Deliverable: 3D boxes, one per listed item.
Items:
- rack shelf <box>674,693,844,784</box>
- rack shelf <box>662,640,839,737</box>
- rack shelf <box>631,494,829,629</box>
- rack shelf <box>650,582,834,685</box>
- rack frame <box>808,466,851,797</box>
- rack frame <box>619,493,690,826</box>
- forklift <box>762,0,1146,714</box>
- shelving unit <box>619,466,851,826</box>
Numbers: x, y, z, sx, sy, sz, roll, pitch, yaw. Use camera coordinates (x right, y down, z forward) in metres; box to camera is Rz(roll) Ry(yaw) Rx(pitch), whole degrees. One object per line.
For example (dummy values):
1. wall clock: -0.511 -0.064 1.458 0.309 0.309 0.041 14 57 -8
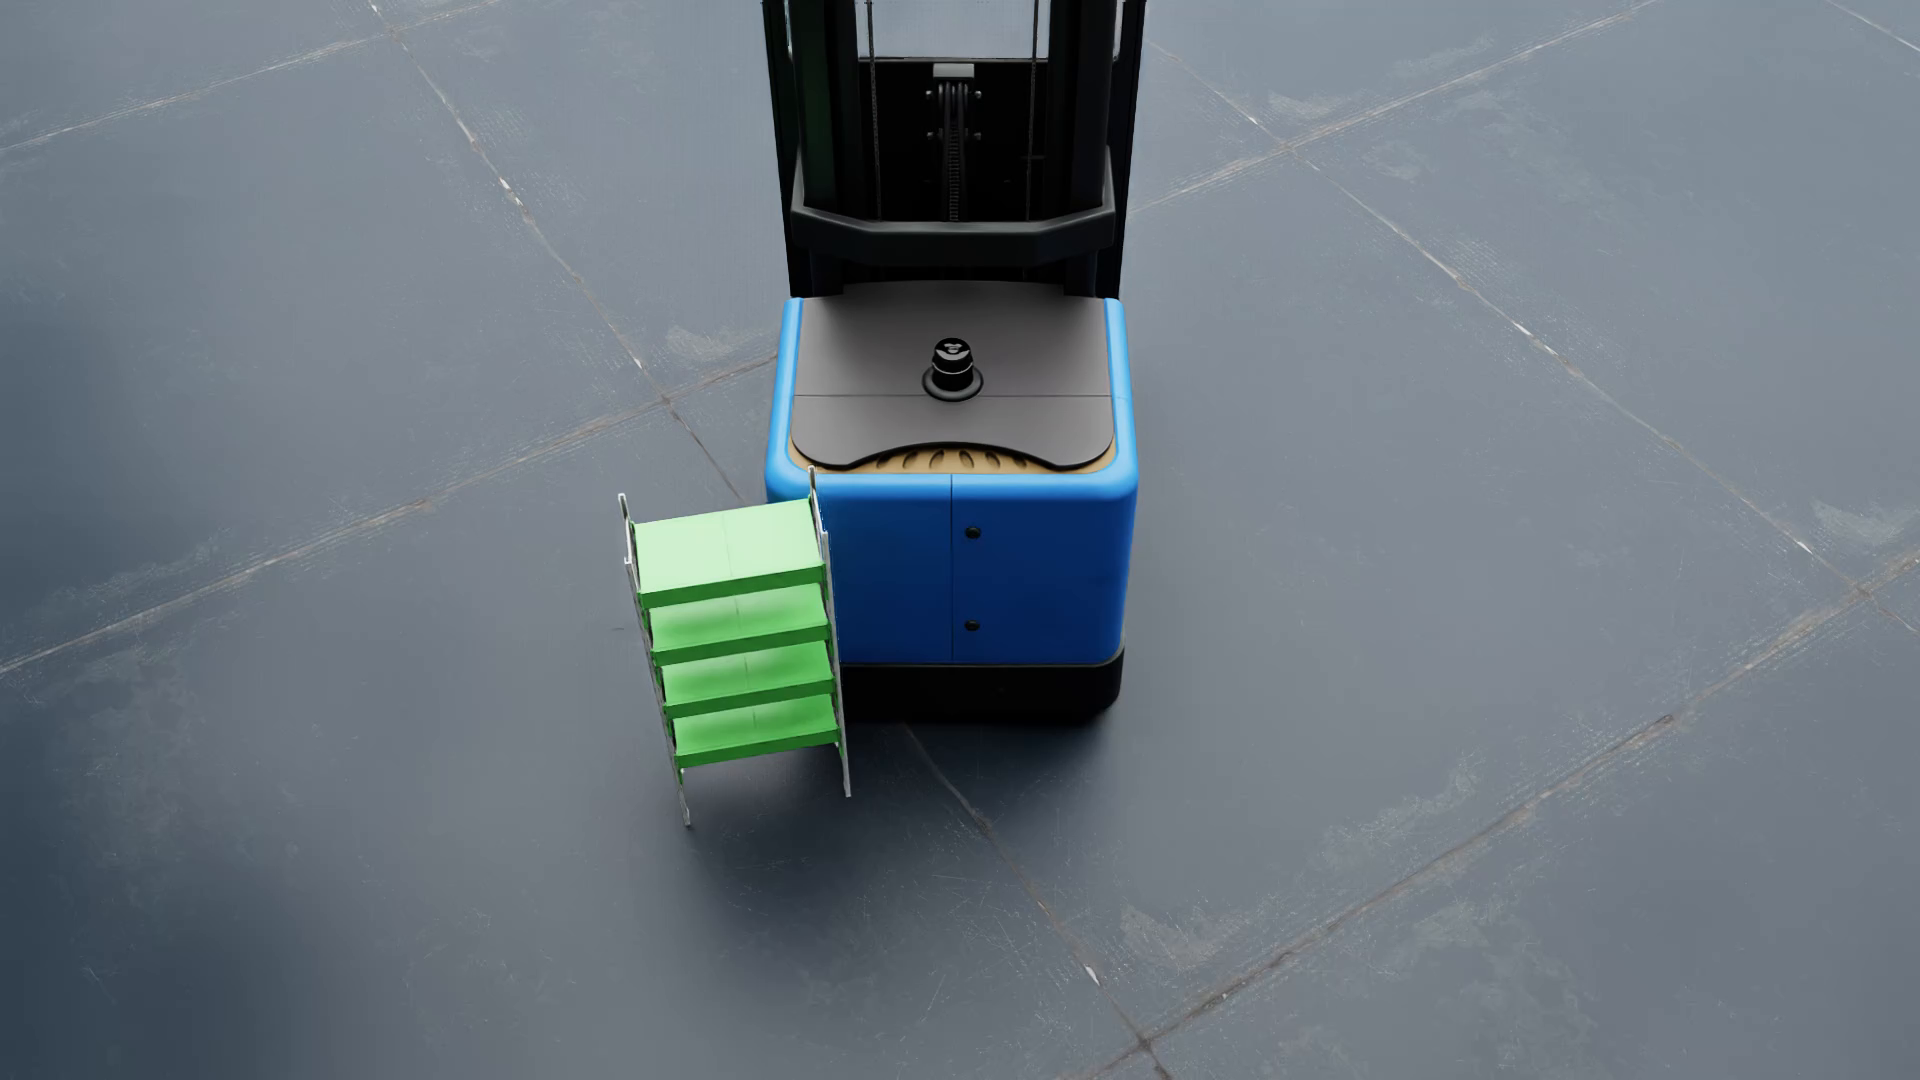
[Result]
1. rack shelf: -0.602 0.534 4.878 0.480 0.148 0.258 -9 49 -8
2. rack shelf: -0.602 0.374 4.699 0.480 0.148 0.258 -9 49 -8
3. rack shelf: -0.602 0.055 4.341 0.480 0.148 0.258 -9 49 -8
4. rack shelf: -0.602 0.214 4.520 0.480 0.148 0.258 -9 49 -8
5. rack frame: -0.363 0.294 4.684 0.015 1.200 0.240 -9 49 -8
6. rack frame: -0.841 0.369 4.618 0.015 1.200 0.240 -9 49 -8
7. forklift: -0.017 -1.518 5.139 1.130 2.935 3.031 0 48 0
8. shelving unit: -0.602 0.331 4.651 0.503 1.200 0.258 -9 49 -8
